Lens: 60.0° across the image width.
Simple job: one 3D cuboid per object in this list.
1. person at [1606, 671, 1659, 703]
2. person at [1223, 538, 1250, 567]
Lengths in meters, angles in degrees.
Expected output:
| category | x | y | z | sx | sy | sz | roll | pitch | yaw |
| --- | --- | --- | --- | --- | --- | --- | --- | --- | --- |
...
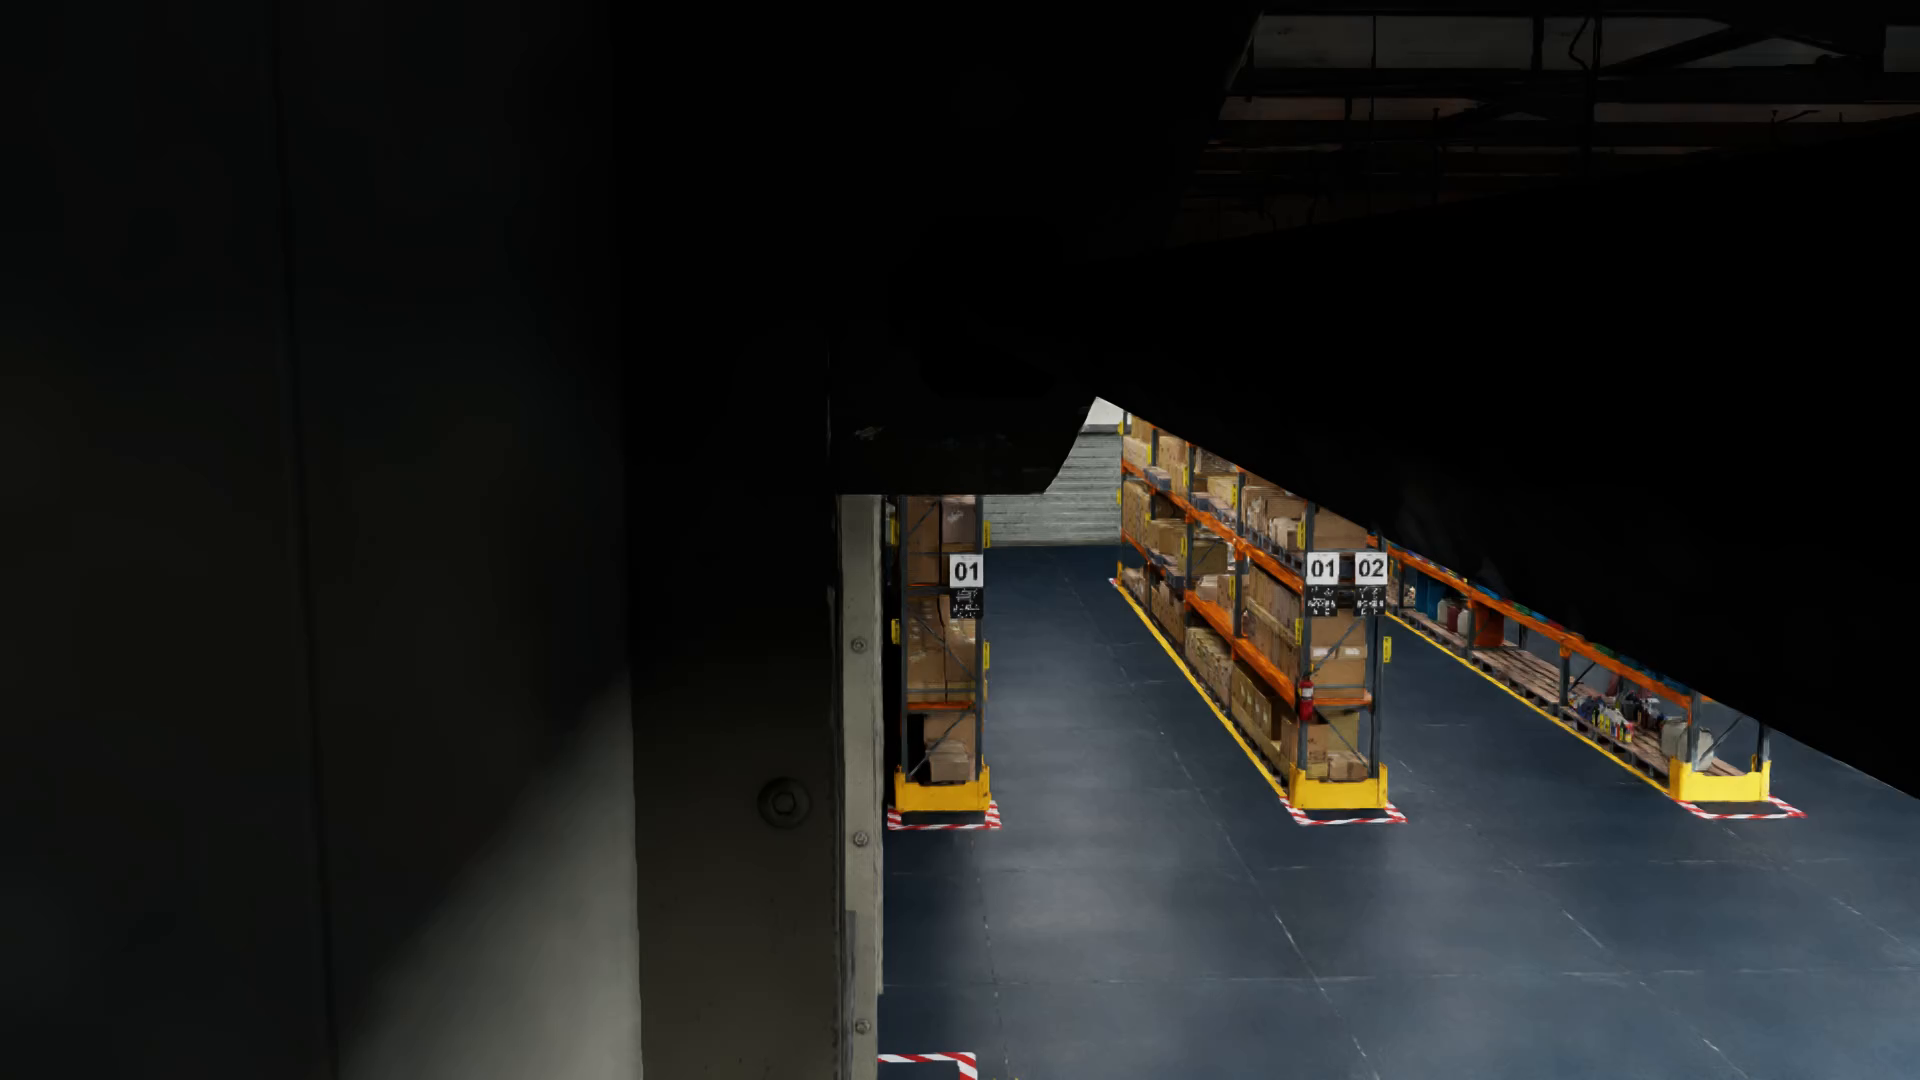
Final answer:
| category | x | y | z | sx | sy | sz | roll | pitch | yaw |
| --- | --- | --- | --- | --- | --- | --- | --- | --- | --- |
| person | 10.421 | 1.744 | 25.793 | 0.570 | 1.604 | 0.697 | -6 | 10 | -34 |
| person | 5.653 | 0.436 | 34.261 | 0.702 | 1.735 | 0.549 | -1 | 8 | -4 |
